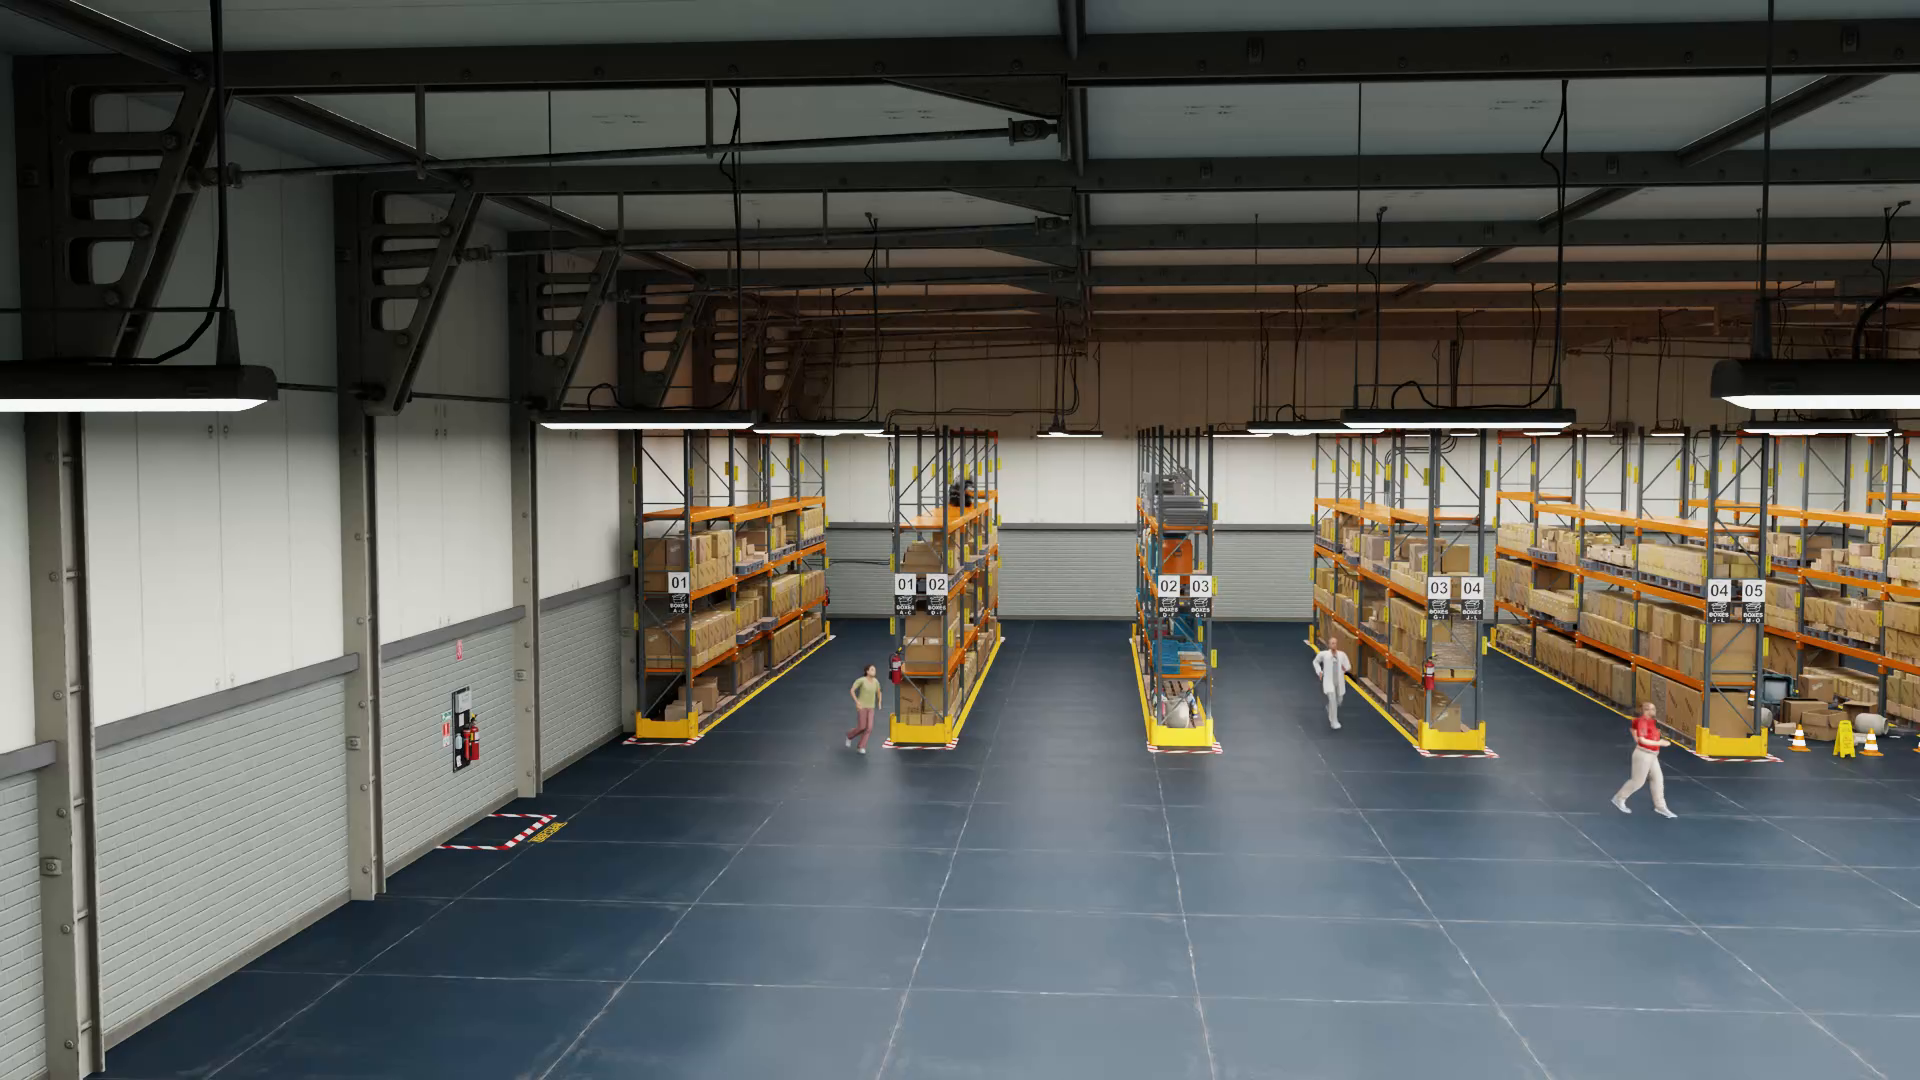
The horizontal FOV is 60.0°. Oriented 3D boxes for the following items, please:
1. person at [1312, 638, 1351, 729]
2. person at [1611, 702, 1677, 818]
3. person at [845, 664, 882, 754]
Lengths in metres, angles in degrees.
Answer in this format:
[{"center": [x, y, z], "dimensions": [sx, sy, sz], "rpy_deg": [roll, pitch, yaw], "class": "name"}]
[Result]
[{"center": [7.442, 2.833, 33.193], "dimensions": [0.715, 1.754, 1.020], "rpy_deg": [0, 3, -7], "class": "person"}, {"center": [10.396, 3.328, 25.260], "dimensions": [0.920, 1.748, 0.645], "rpy_deg": [2, 4, 35], "class": "person"}, {"center": [-1.729, 3.075, 30.608], "dimensions": [0.646, 1.618, 0.596], "rpy_deg": [-2, 4, -35], "class": "person"}]
